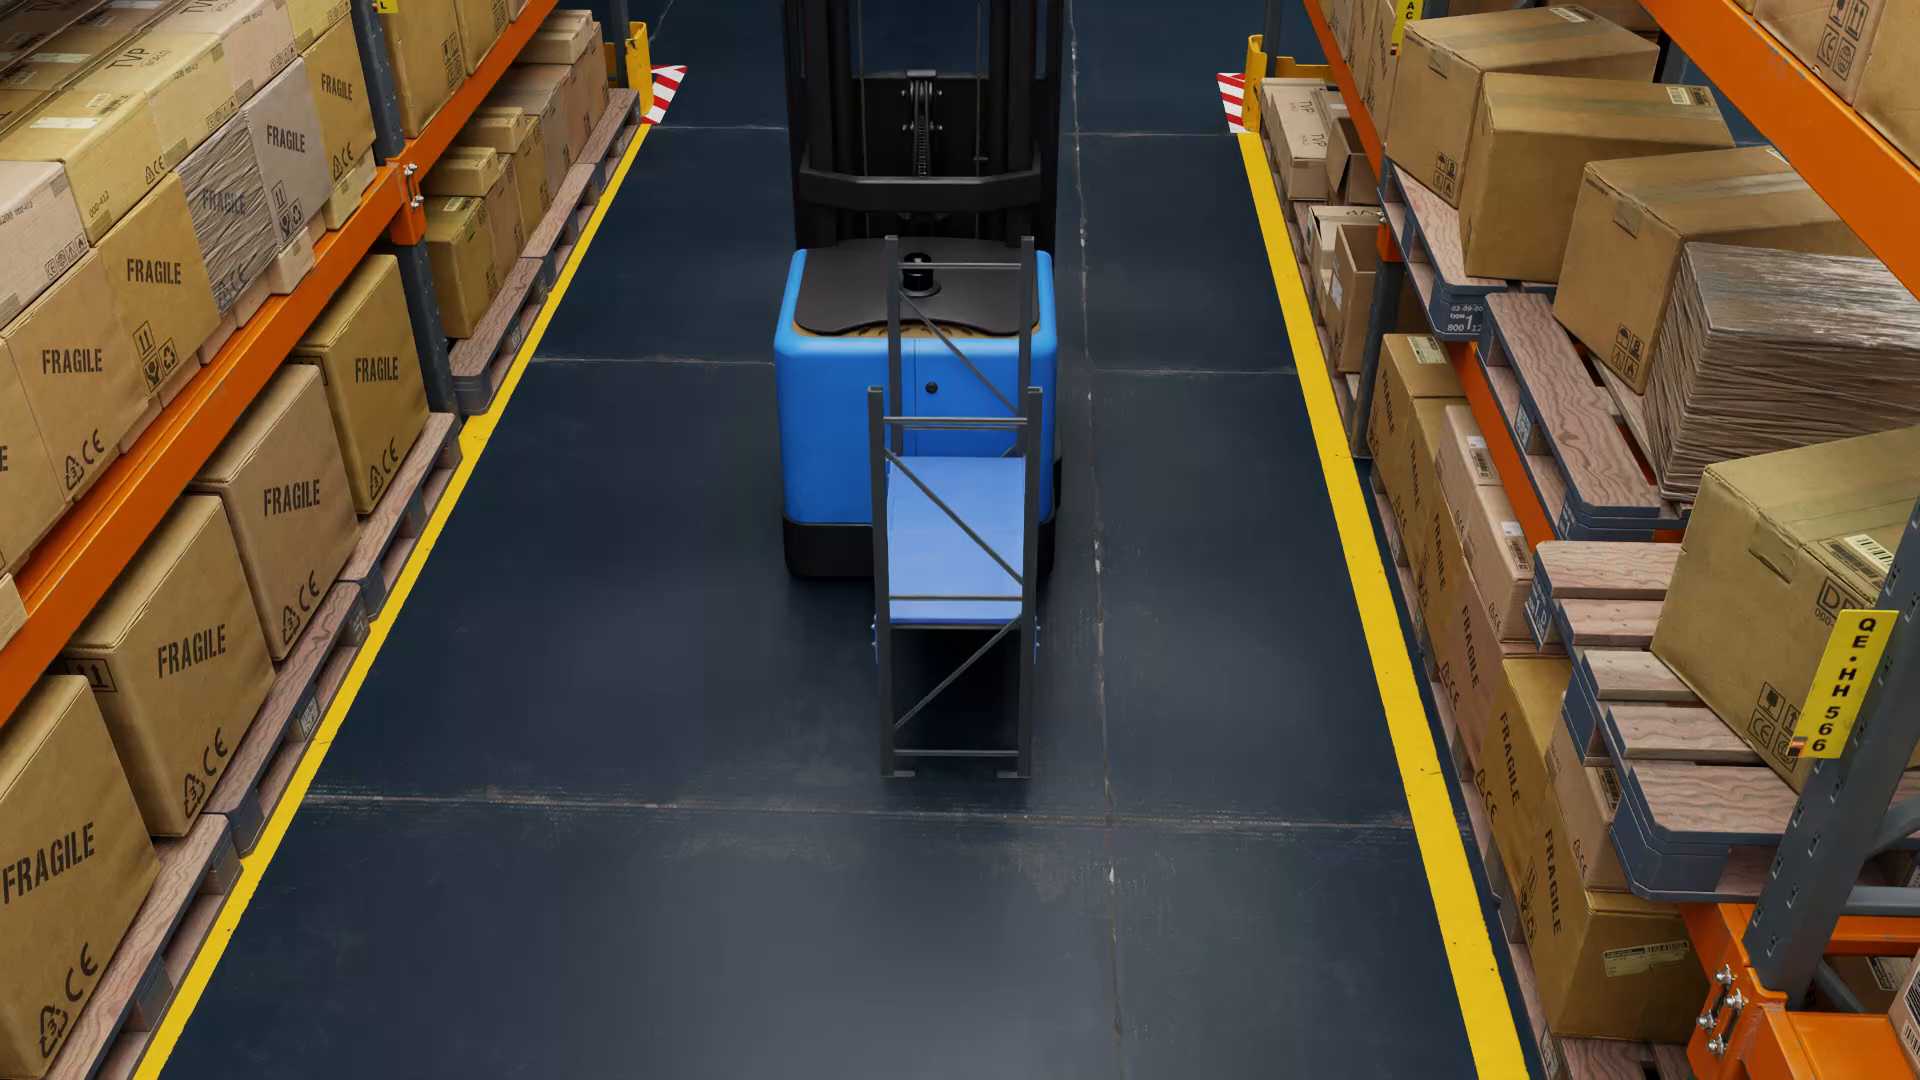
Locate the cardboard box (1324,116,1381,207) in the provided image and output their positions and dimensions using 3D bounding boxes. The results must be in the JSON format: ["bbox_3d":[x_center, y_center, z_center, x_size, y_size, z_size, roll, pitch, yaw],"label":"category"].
[{"bbox_3d":[2.284,-1.837,8.544,0.797,0.503,0.637,1,35,2],"label":"cardboard box"}]

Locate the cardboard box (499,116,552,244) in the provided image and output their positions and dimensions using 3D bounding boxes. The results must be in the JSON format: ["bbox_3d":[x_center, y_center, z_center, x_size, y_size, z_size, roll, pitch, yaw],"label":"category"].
[{"bbox_3d":[-2.557,-1.871,8.612,0.700,0.500,0.500,2,35,3],"label":"cardboard box"}]

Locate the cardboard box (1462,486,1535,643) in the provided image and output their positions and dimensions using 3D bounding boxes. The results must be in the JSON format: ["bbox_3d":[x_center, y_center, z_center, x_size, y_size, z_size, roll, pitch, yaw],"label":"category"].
[{"bbox_3d":[1.891,0.072,5.178,0.500,0.250,0.500,1,35,1],"label":"cardboard box"}]

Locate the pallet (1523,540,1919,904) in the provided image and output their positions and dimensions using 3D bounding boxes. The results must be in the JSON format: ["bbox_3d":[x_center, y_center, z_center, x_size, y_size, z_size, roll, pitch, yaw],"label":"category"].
[{"bbox_3d":[2.010,0.386,3.758,1.213,0.211,1.003,1,35,2],"label":"pallet"}]

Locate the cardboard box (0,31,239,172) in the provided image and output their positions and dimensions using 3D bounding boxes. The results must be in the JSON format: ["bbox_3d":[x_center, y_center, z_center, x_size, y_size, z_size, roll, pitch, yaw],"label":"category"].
[{"bbox_3d":[-2.550,-1.328,5.016,0.500,0.250,0.500,2,35,3],"label":"cardboard box"}]

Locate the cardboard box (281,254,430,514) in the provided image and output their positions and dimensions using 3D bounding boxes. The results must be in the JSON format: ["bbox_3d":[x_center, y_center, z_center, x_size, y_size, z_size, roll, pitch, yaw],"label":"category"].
[{"bbox_3d":[-2.632,-0.627,6.538,0.750,0.750,0.750,2,35,2],"label":"cardboard box"}]

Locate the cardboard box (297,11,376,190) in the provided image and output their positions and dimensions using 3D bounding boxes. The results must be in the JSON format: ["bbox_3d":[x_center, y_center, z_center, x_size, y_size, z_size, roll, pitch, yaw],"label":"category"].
[{"bbox_3d":[-2.503,-1.611,6.071,0.500,0.500,0.500,1,35,1],"label":"cardboard box"}]

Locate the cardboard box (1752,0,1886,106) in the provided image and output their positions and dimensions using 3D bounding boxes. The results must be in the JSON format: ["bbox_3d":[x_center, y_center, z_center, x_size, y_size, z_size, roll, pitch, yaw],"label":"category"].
[{"bbox_3d":[2.057,-1.114,3.030,0.910,0.500,0.500,1,35,2],"label":"cardboard box"}]

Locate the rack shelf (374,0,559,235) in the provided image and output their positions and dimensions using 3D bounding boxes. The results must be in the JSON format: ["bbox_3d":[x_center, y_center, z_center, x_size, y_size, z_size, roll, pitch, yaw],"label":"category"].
[{"bbox_3d":[-2.656,-2.566,8.418,1.077,0.370,4.000,1,35,2],"label":"rack shelf"}]

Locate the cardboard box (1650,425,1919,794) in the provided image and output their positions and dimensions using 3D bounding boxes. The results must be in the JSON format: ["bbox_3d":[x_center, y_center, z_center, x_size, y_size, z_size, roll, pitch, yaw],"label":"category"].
[{"bbox_3d":[1.966,0.122,3.516,0.700,0.500,0.500,-10,36,-14],"label":"cardboard box"}]

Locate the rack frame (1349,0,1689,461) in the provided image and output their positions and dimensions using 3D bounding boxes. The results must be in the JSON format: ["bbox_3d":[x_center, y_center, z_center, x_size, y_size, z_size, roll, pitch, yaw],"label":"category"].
[{"bbox_3d":[2.214,-1.599,6.417,1.000,3.000,0.127,1,35,2],"label":"rack frame"}]

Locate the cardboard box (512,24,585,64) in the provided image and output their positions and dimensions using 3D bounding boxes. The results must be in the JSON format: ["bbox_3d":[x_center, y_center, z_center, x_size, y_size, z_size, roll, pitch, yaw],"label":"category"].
[{"bbox_3d":[-2.336,-2.795,9.362,0.380,0.149,0.250,2,35,3],"label":"cardboard box"}]

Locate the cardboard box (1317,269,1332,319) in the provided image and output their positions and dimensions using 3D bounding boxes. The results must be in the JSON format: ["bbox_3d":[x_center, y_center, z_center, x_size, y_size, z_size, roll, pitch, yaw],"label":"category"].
[{"bbox_3d":[1.908,-1.163,7.893,0.380,0.149,0.250,1,35,2],"label":"cardboard box"}]

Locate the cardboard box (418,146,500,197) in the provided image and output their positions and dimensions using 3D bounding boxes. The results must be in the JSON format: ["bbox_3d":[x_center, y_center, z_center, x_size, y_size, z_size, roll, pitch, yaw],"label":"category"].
[{"bbox_3d":[-2.408,-1.746,7.870,0.380,0.149,0.250,2,35,3],"label":"cardboard box"}]

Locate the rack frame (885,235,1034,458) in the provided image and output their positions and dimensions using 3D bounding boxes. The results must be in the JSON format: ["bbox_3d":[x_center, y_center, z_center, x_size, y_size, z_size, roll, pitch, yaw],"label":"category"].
[{"bbox_3d":[-0.001,-0.401,6.017,0.500,1.500,0.032,0,35,1],"label":"rack frame"}]

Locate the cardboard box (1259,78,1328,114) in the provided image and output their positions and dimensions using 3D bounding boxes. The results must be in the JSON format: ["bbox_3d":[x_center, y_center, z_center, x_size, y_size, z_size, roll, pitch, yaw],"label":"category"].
[{"bbox_3d":[2.014,-2.678,10.049,0.380,0.149,0.250,1,35,2],"label":"cardboard box"}]

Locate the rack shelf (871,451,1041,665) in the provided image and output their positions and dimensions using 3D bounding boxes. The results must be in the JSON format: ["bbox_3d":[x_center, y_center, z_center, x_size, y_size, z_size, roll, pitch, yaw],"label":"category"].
[{"bbox_3d":[-0.007,0.038,5.704,0.538,0.185,1.000,0,35,1],"label":"rack shelf"}]

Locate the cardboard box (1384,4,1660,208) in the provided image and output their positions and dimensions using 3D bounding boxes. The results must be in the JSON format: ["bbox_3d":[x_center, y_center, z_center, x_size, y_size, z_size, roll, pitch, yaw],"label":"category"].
[{"bbox_3d":[1.971,-1.545,5.887,0.700,0.500,0.500,-10,36,-14],"label":"cardboard box"}]

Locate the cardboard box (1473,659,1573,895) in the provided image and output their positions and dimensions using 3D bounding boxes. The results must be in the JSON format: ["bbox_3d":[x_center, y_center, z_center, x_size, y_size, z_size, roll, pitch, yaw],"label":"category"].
[{"bbox_3d":[1.877,0.702,4.934,0.500,0.500,0.500,0,35,0],"label":"cardboard box"}]

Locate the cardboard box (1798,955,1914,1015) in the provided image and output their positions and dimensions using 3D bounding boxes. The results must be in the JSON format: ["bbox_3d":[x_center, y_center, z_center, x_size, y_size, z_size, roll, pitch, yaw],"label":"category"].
[{"bbox_3d":[2.357,1.287,4.102,0.500,0.500,0.500,3,35,4],"label":"cardboard box"}]

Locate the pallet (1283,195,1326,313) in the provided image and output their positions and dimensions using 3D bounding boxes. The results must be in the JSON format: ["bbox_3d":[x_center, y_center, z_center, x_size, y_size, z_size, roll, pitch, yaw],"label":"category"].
[{"bbox_3d":[2.288,-1.555,8.780,1.003,0.211,1.213,1,35,2],"label":"pallet"}]

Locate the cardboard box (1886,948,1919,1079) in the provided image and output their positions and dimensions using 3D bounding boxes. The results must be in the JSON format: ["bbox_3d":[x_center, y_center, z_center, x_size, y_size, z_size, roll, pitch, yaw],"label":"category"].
[{"bbox_3d":[1.995,0.943,2.876,0.500,0.311,0.500,3,35,5],"label":"cardboard box"}]

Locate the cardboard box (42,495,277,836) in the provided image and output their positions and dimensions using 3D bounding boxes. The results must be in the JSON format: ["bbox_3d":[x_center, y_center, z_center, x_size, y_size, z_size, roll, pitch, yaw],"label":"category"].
[{"bbox_3d":[-2.695,0.372,5.117,0.750,0.750,0.750,1,35,2],"label":"cardboard box"}]

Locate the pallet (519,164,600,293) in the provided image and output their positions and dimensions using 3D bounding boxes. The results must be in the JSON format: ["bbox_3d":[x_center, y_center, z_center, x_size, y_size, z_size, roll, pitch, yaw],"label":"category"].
[{"bbox_3d":[-2.581,-1.708,8.997,1.003,0.211,1.213,1,35,2],"label":"pallet"}]

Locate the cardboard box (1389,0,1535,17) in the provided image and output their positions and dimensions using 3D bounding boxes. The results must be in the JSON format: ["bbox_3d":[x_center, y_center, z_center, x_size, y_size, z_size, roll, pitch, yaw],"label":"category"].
[{"bbox_3d":[1.975,-2.346,6.522,0.500,0.500,0.500,2,35,2],"label":"cardboard box"}]

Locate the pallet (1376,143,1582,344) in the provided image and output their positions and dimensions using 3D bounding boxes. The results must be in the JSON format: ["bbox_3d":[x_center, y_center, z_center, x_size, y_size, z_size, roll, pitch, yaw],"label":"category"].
[{"bbox_3d":[2.072,-1.064,5.822,1.003,0.211,1.213,1,35,2],"label":"pallet"}]

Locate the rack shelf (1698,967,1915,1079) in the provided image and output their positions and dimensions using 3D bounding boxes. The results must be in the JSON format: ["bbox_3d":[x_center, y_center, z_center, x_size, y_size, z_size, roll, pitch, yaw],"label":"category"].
[{"bbox_3d":[1.973,2.142,1.719,1.077,0.370,4.000,1,35,2],"label":"rack shelf"}]

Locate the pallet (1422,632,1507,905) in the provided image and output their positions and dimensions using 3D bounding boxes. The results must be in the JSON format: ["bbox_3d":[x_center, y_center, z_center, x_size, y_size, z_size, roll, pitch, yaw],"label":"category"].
[{"bbox_3d":[2.172,0.713,5.552,1.003,0.211,1.213,1,35,2],"label":"pallet"}]

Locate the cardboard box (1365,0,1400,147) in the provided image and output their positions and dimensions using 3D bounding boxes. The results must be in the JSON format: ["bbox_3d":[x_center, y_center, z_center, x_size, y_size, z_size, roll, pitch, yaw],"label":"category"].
[{"bbox_3d":[1.977,-1.933,6.805,0.500,0.500,0.500,2,35,3],"label":"cardboard box"}]

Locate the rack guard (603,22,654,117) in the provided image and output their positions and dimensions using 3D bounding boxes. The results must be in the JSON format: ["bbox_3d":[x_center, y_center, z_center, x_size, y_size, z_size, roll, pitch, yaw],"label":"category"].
[{"bbox_3d":[-2.575,-3.001,10.585,1.175,0.500,0.348,1,35,2],"label":"rack guard"}]

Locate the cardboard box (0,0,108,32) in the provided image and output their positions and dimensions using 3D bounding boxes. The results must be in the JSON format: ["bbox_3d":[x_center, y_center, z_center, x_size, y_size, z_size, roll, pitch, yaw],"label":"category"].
[{"bbox_3d":[-3.029,-1.630,5.445,0.500,0.250,0.500,2,35,2],"label":"cardboard box"}]

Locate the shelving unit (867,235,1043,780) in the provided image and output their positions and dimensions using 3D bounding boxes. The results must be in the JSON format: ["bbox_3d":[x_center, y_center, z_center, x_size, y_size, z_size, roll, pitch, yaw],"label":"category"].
[{"bbox_3d":[-0.007,-0.109,5.601,0.538,1.500,1.048,0,35,1],"label":"shelving unit"}]

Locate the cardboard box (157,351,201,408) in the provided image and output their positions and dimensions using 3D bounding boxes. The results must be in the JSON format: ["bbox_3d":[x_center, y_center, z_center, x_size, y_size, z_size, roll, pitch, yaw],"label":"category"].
[{"bbox_3d":[-2.584,-0.535,5.103,0.380,0.149,0.250,2,35,3],"label":"cardboard box"}]

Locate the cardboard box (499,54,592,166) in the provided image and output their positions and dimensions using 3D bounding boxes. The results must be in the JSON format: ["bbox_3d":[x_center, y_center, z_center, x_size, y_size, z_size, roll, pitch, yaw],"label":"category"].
[{"bbox_3d":[-2.524,-2.467,9.460,0.700,0.500,0.500,1,35,2],"label":"cardboard box"}]

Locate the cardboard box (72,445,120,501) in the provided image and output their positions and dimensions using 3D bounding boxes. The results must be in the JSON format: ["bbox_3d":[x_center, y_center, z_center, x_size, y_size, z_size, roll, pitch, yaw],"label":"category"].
[{"bbox_3d":[-2.628,-0.242,4.687,0.380,0.149,0.250,2,35,3],"label":"cardboard box"}]

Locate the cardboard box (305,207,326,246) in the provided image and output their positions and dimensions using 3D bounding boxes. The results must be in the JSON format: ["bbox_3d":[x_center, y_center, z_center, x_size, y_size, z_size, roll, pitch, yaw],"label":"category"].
[{"bbox_3d":[-2.509,-1.123,5.940,0.380,0.149,0.250,2,35,3],"label":"cardboard box"}]

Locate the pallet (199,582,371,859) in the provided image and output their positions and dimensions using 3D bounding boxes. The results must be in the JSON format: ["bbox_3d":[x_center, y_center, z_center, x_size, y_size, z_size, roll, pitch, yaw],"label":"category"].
[{"bbox_3d":[-2.738,0.577,5.745,1.003,0.211,1.213,1,35,2],"label":"pallet"}]

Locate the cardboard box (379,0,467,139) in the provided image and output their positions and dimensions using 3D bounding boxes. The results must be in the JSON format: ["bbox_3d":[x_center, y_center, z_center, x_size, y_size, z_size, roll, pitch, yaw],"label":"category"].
[{"bbox_3d":[-2.698,-2.145,6.933,0.980,0.700,0.700,2,35,3],"label":"cardboard box"}]

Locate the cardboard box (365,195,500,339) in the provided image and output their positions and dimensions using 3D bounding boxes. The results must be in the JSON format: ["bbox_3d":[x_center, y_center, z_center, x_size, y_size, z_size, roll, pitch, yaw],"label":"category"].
[{"bbox_3d":[-2.604,-1.288,7.782,0.700,0.500,0.500,2,35,2],"label":"cardboard box"}]

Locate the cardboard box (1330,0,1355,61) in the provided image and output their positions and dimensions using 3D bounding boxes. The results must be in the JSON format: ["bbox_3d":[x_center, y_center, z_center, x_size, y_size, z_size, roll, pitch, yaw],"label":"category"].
[{"bbox_3d":[2.015,-2.525,7.646,0.500,0.500,0.500,2,35,3],"label":"cardboard box"}]

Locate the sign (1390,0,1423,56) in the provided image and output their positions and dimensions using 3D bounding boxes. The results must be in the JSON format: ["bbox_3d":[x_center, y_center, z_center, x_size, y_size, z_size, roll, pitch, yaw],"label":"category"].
[{"bbox_3d":[1.671,-1.961,6.179,0.100,0.325,0.005,1,35,2],"label":"sign"}]

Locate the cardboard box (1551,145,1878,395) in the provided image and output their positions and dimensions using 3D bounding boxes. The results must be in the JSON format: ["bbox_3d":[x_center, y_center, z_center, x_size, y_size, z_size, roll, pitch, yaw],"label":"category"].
[{"bbox_3d":[2.204,-0.795,4.821,0.700,0.500,0.500,-7,36,-10],"label":"cardboard box"}]

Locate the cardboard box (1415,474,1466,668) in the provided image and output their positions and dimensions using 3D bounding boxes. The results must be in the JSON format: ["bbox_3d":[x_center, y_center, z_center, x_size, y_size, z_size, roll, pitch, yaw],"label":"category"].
[{"bbox_3d":[1.913,0.110,5.777,0.500,0.500,0.500,2,35,2],"label":"cardboard box"}]

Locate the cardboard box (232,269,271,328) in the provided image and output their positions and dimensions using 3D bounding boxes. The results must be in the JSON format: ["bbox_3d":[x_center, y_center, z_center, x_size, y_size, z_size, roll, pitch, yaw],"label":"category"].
[{"bbox_3d":[-2.537,-0.831,5.524,0.380,0.149,0.250,1,35,2],"label":"cardboard box"}]

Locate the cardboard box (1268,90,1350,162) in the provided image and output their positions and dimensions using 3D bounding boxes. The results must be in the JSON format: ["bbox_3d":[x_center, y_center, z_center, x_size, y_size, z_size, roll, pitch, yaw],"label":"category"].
[{"bbox_3d":[2.049,-2.359,9.507,0.500,0.250,0.500,1,35,2],"label":"cardboard box"}]

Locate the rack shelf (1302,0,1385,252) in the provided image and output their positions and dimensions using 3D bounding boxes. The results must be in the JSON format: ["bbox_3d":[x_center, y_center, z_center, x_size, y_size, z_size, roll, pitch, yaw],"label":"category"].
[{"bbox_3d":[2.294,-2.454,8.258,1.077,0.370,4.000,1,35,2],"label":"rack shelf"}]

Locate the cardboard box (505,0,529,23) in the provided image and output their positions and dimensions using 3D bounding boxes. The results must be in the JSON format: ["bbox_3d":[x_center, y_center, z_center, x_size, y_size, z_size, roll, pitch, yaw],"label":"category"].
[{"bbox_3d":[-2.644,-2.983,8.125,0.980,0.700,0.700,0,35,0],"label":"cardboard box"}]

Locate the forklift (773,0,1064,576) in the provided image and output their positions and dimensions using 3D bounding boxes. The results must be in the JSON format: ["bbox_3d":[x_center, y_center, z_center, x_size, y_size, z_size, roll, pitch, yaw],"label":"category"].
[{"bbox_3d":[-0.141,-1.869,6.860,1.130,2.935,3.031,0,35,1],"label":"forklift"}]

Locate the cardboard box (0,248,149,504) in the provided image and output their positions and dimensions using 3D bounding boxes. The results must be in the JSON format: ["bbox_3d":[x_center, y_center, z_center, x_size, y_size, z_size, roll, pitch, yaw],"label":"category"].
[{"bbox_3d":[-2.570,-0.443,4.409,0.500,0.500,0.500,1,35,2],"label":"cardboard box"}]

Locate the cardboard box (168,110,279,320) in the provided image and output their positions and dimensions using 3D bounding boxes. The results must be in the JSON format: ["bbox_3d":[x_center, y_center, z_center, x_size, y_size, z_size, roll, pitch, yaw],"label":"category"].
[{"bbox_3d":[-2.542,-1.029,5.243,0.500,0.500,0.500,1,35,2],"label":"cardboard box"}]

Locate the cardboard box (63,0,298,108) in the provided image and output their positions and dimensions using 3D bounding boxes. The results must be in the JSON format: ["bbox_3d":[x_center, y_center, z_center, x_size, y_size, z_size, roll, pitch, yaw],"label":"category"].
[{"bbox_3d":[-2.530,-1.621,5.433,0.500,0.250,0.500,2,35,3],"label":"cardboard box"}]

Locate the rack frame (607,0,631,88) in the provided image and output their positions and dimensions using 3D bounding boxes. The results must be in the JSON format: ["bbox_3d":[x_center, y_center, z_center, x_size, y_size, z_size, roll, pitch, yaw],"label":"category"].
[{"bbox_3d":[-2.576,-4.009,9.846,1.000,3.000,0.127,1,35,2],"label":"rack frame"}]

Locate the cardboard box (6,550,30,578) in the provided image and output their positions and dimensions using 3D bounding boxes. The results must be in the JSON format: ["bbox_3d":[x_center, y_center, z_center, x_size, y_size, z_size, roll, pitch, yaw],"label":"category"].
[{"bbox_3d":[-2.651,0.055,4.264,0.380,0.149,0.250,1,35,1],"label":"cardboard box"}]

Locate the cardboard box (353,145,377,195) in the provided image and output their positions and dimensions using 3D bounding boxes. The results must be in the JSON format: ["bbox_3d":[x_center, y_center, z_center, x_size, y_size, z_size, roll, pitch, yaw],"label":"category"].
[{"bbox_3d":[-2.467,-1.416,6.357,0.380,0.149,0.250,2,35,2],"label":"cardboard box"}]

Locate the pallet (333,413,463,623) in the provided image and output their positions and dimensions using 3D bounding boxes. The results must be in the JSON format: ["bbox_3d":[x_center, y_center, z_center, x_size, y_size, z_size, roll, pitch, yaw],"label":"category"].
[{"bbox_3d":[-2.692,-0.125,6.745,1.003,0.211,1.213,1,35,2],"label":"pallet"}]

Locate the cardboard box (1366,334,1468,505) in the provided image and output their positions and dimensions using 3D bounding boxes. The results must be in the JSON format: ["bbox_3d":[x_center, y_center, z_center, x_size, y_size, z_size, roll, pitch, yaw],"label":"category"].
[{"bbox_3d":[1.951,-0.484,6.621,0.500,0.500,0.500,0,35,0],"label":"cardboard box"}]
